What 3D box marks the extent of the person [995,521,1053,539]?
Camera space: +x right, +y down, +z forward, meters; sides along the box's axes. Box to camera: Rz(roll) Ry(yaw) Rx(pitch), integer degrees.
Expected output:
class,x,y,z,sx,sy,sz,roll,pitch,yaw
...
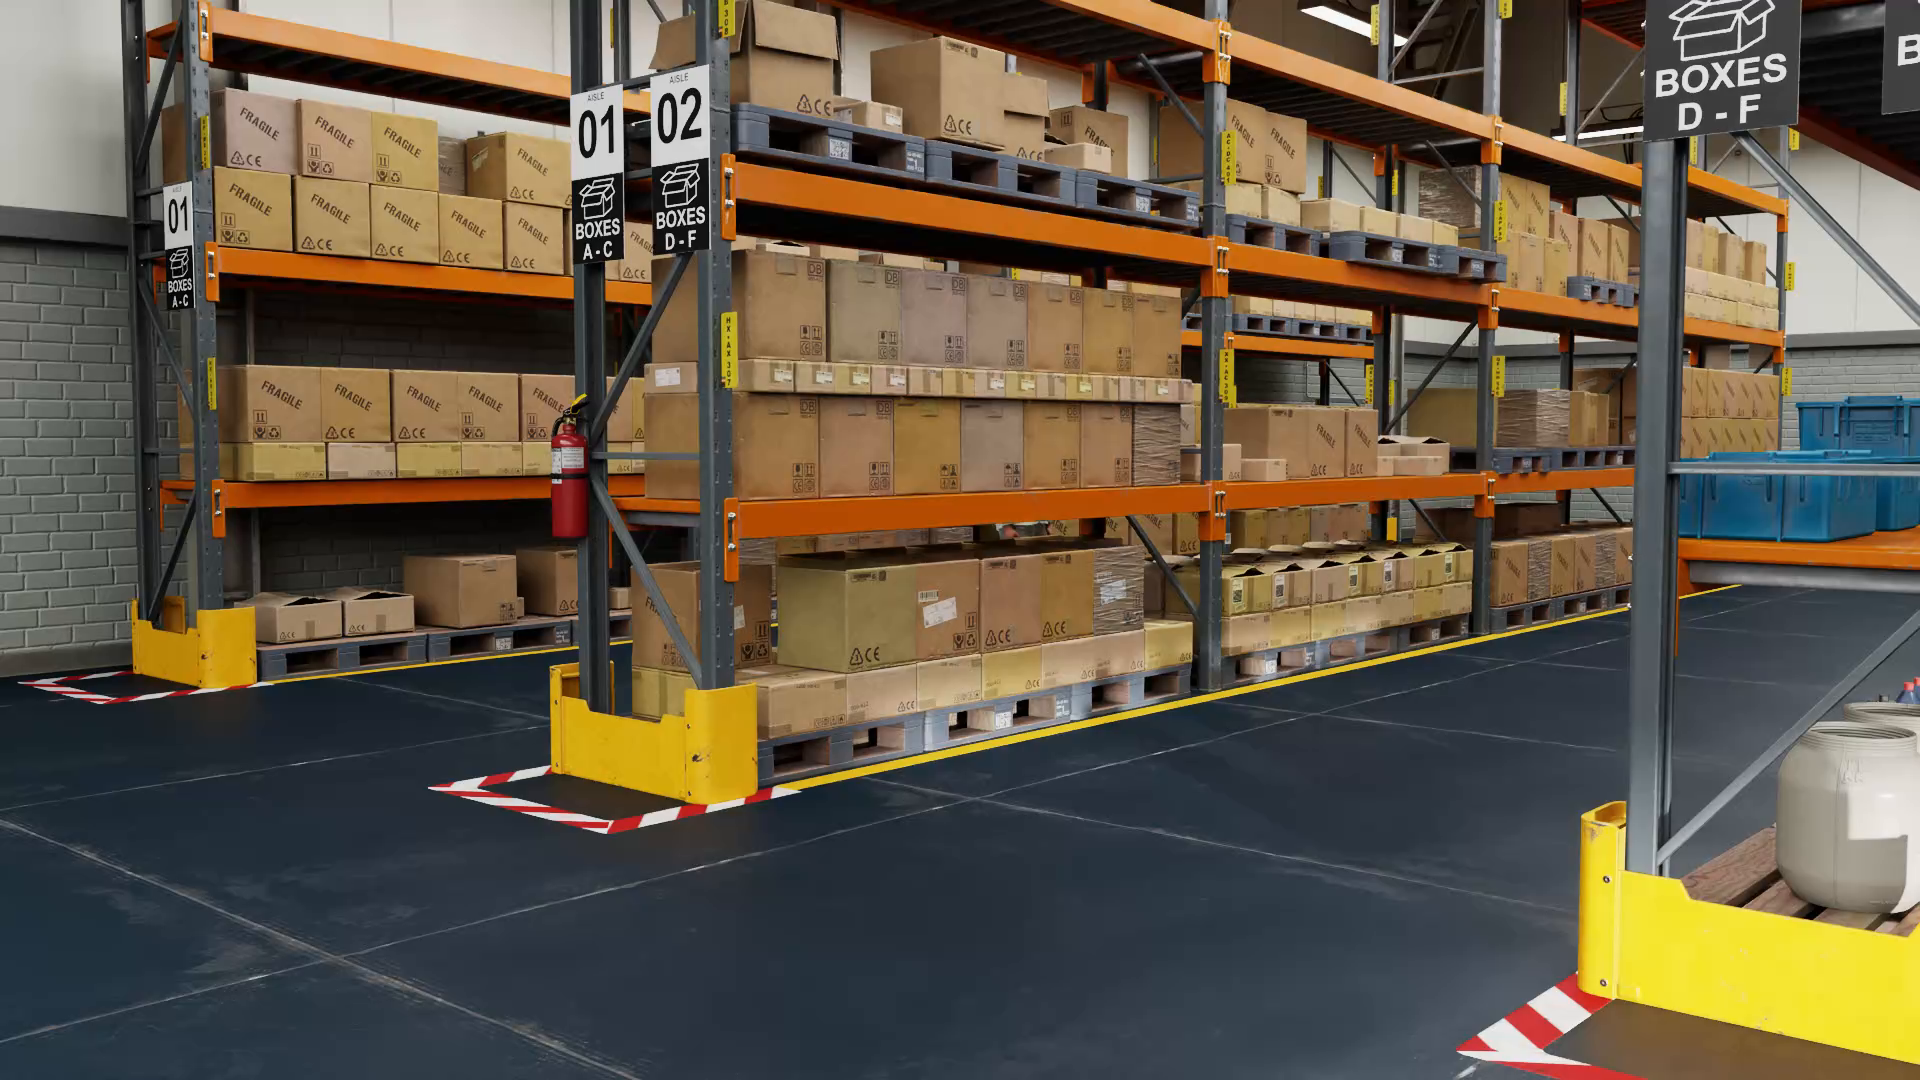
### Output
class,x,y,z,sx,sy,sz,roll,pitch,yaw
person,0.520,-0.089,12.952,0.465,1.771,0.582,3,5,41
